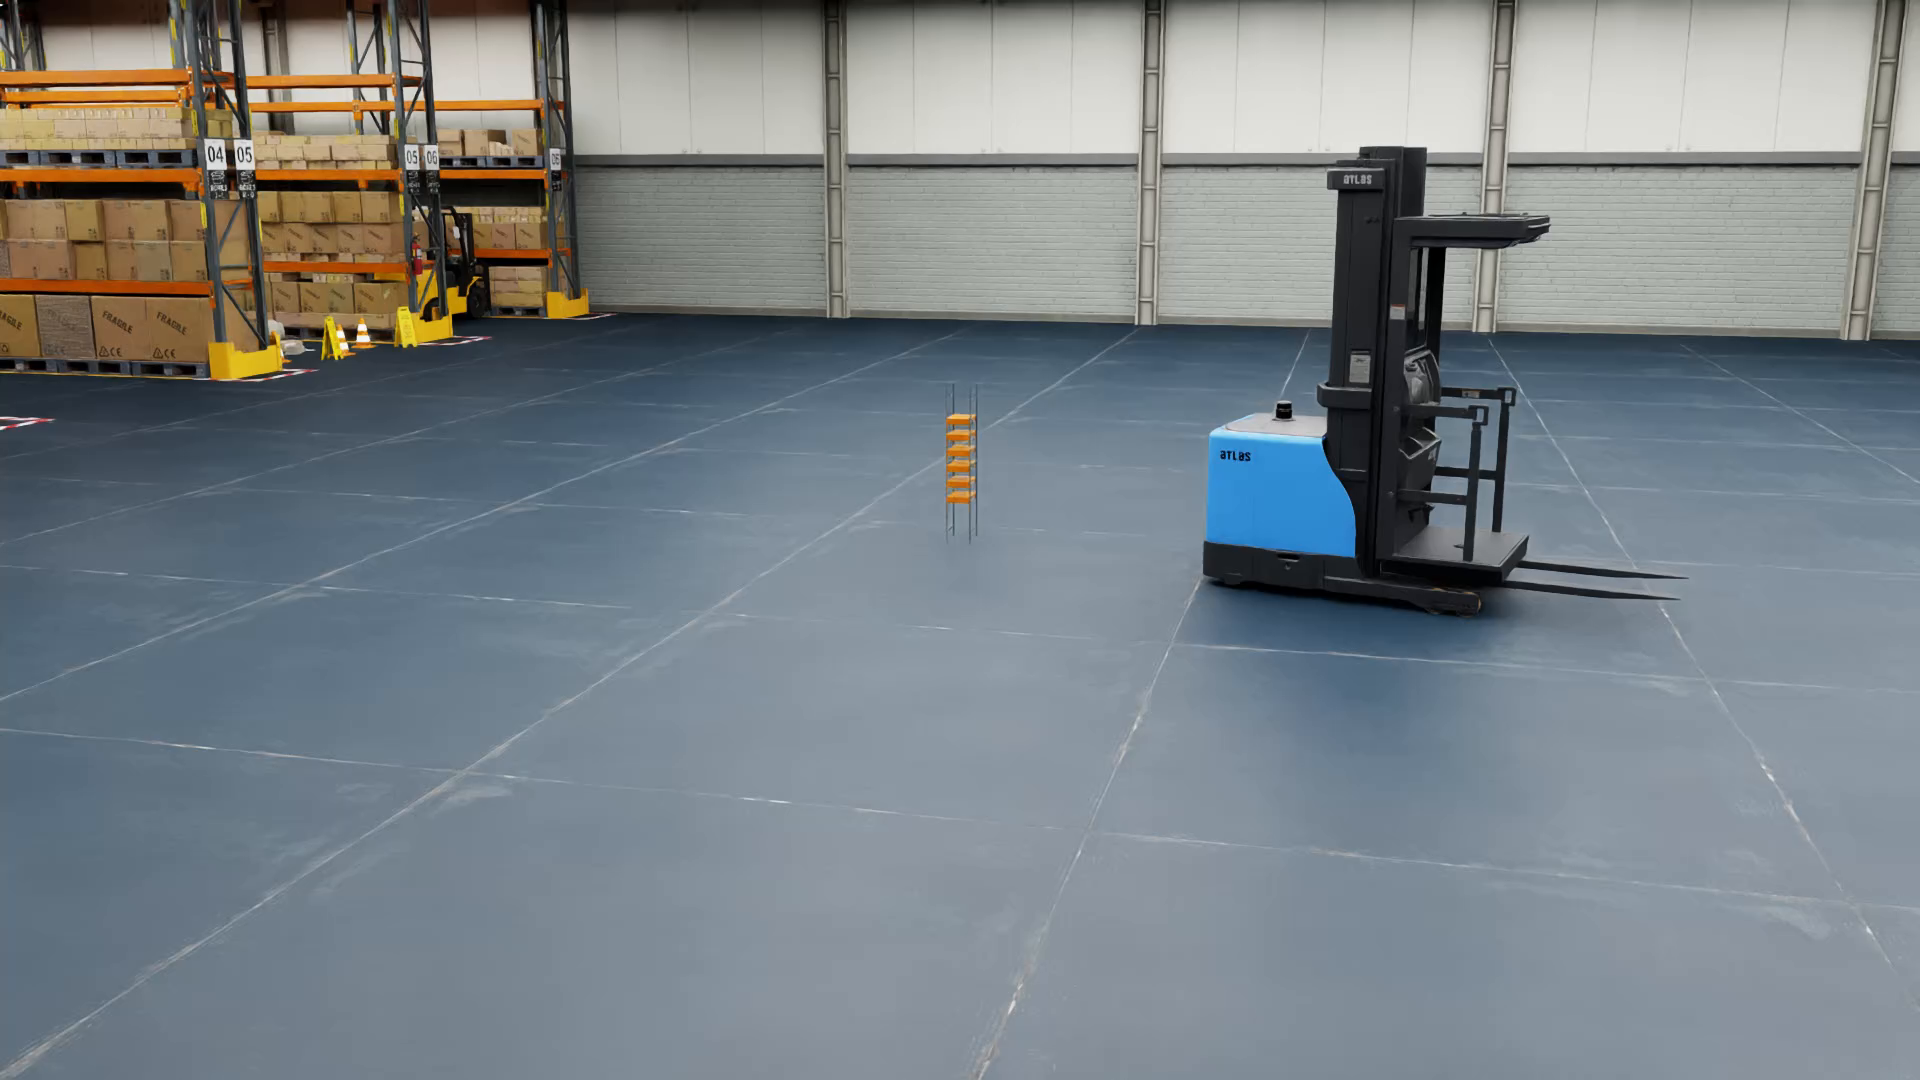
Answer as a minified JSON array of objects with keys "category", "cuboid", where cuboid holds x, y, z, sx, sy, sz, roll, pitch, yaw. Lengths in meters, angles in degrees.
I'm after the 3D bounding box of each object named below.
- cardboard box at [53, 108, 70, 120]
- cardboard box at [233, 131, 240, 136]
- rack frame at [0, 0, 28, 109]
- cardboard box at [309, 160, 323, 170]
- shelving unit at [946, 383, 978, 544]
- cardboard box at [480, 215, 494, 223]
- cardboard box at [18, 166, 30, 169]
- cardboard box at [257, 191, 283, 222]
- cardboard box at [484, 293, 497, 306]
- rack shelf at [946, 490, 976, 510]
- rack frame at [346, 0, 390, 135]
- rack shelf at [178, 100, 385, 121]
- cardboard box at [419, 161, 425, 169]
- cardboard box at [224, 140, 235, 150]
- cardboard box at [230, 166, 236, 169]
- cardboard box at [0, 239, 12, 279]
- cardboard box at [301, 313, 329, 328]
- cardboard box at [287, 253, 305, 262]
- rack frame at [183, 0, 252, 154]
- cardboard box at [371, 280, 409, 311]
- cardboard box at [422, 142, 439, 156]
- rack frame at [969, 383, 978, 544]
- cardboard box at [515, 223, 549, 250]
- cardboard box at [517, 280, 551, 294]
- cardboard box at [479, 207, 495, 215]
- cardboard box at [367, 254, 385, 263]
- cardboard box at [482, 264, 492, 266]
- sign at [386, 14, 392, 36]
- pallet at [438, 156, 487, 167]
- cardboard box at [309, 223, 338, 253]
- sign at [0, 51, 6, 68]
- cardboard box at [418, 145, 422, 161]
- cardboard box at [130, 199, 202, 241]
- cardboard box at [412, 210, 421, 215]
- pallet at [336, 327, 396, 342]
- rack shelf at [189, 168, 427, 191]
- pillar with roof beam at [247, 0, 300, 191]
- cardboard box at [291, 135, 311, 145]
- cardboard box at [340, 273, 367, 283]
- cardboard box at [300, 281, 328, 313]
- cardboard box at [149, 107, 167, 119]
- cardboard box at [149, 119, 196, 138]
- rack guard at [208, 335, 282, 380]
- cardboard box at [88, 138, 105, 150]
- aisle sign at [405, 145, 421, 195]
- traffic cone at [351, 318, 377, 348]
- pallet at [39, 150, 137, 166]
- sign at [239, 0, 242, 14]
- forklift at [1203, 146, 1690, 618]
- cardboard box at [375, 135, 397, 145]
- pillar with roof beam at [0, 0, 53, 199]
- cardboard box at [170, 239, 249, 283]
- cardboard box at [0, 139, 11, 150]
[{"category":"cardboard box","cuboid":[-12.132,-5.809,22.696,0.250,0.149,0.380,3,13,13]},{"category":"cardboard box","cuboid":[-14.332,-7.964,33.440,0.500,0.500,0.700,3,13,12]},{"category":"rack frame","cuboid":[-16.676,-8.176,28.901,0.127,3.000,1.000,3,13,14]},{"category":"cardboard box","cuboid":[-10.559,-6.206,27.526,0.250,0.149,0.380,3,13,12]},{"category":"shelving unit","cuboid":[0.014,-0.585,12.693,0.189,1.200,0.258,3,13,14]},{"category":"cardboard box","cuboid":[-9.128,-6.253,32.356,0.250,0.149,0.380,3,13,12]},{"category":"cardboard box","cuboid":[-16.163,-6.580,28.946,0.258,0.266,0.396,3,13,14]},{"category":"cardboard box","cuboid":[-11.446,-5.590,27.872,0.500,0.500,0.700,3,13,12]},{"category":"cardboard box","cuboid":[-9.220,-4.752,32.698,0.500,0.250,0.500,3,13,14]},{"category":"rack shelf","cuboid":[0.014,-0.307,12.754,0.180,0.103,0.258,3,13,14]},{"category":"rack frame","cuboid":[-11.607,-9.012,32.671,0.127,3.000,1.000,3,13,14]},{"category":"rack shelf","cuboid":[-13.549,-8.570,33.260,4.000,0.370,1.077,3,13,14]},{"category":"cardboard box","cuboid":[-9.154,-6.259,27.767,0.250,0.149,0.380,3,13,14]},{"category":"cardboard box","cuboid":[-10.253,-5.466,22.994,0.250,0.149,0.380,3,13,14]},{"category":"cardboard box","cuboid":[-12.041,-6.298,27.944,0.250,0.149,0.380,3,13,14]},{"category":"cardboard box","cuboid":[-13.520,-4.050,23.808,0.550,0.550,0.875,3,13,14]},{"category":"cardboard box","cuboid":[-10.769,-3.734,28.111,0.500,0.250,0.500,3,13,12]},{"category":"cardboard box","cuboid":[-11.073,-4.757,27.924,0.250,0.149,0.380,3,13,13]},{"category":"rack frame","cuboid":[-9.997,-6.714,22.314,0.127,3.000,1.000,3,13,14]},{"category":"cardboard box","cuboid":[-9.650,-4.162,28.306,0.500,0.500,0.500,3,13,12]},{"category":"cardboard box","cuboid":[-10.239,-7.595,32.319,0.258,0.266,0.396,3,13,12]},{"category":"rack frame","cuboid":[0.103,-0.580,12.671,0.006,1.200,0.240,3,13,14]},{"category":"cardboard box","cuboid":[-8.264,-5.895,32.240,0.500,0.500,0.500,3,13,12]},{"category":"cardboard box","cuboid":[-8.271,-4.942,32.401,0.500,0.250,0.500,3,13,13]},{"category":"cardboard box","cuboid":[-9.133,-6.394,32.304,0.250,0.149,0.380,3,13,15]},{"category":"cardboard box","cuboid":[-9.596,-4.673,27.545,0.250,0.149,0.380,3,13,13]},{"category":"cardboard box","cuboid":[-9.610,-5.373,33.188,0.500,0.250,0.500,3,13,12]},{"category":"sign","cuboid":[-9.062,-8.178,26.390,0.005,0.325,0.100,3,13,14]},{"category":"pallet","cuboid":[-9.592,-7.402,32.543,1.213,0.211,1.003,3,13,14]},{"category":"cardboard box","cuboid":[-10.472,-5.050,27.744,0.500,0.500,0.500,3,13,13]},{"category":"sign","cuboid":[-19.522,-9.809,33.922,0.005,0.325,0.100,3,13,14]},{"category":"cardboard box","cuboid":[-9.334,-6.450,27.709,0.500,0.250,0.500,3,13,13]},{"category":"cardboard box","cuboid":[-10.904,-4.423,22.995,0.550,0.550,0.875,3,13,14]},{"category":"cardboard box","cuboid":[-10.618,-6.474,32.667,0.250,0.149,0.380,3,13,15]},{"category":"pallet","cuboid":[-9.763,-3.524,28.223,1.213,0.211,1.003,3,13,14]},{"category":"rack shelf","cuboid":[-10.851,-6.049,27.900,4.000,0.370,1.077,3,13,14]},{"category":"pillar with roof beam","cuboid":[-15.040,-8.436,30.075,0.548,9.000,9.100,3,13,14]},{"category":"cardboard box","cuboid":[-10.805,-6.591,27.421,0.250,0.149,0.380,3,13,15]},{"category":"cardboard box","cuboid":[-10.122,-4.369,27.743,0.250,0.149,0.380,3,13,15]},{"category":"cardboard box","cuboid":[-10.745,-4.101,28.034,0.500,0.500,0.500,3,13,12]},{"category":"cardboard box","cuboid":[-10.648,-5.730,22.340,0.250,0.149,0.380,3,13,14]},{"category":"cardboard box","cuboid":[-10.539,-5.543,22.416,0.500,0.250,0.500,3,13,14]},{"category":"rack guard","cuboid":[-9.974,-2.564,23.229,0.348,0.500,1.175,3,13,14]},{"category":"cardboard box","cuboid":[-11.635,-5.393,22.664,0.250,0.149,0.380,3,13,14]},{"category":"aisle sign","cuboid":[-8.919,-6.037,27.108,0.004,0.787,0.394,3,13,14]},{"category":"traffic cone","cuboid":[-9.636,-3.344,26.832,0.334,0.463,0.336,3,13,14]},{"category":"pallet","cuboid":[-11.908,-5.306,23.096,1.213,0.211,1.003,3,13,14]},{"category":"sign","cuboid":[-9.858,-7.364,22.720,0.005,0.325,0.100,3,13,14]},{"category":"forklift","cuboid":[3.219,-1.067,10.869,3.031,2.935,1.130,6,14,27]},{"category":"cardboard box","cuboid":[-9.309,-6.518,27.094,0.250,0.149,0.380,3,13,14]},{"category":"pillar with roof beam","cuboid":[-20.866,-8.748,31.479,0.548,9.000,9.100,3,13,14]},{"category":"cardboard box","cuboid":[-10.368,-3.869,22.991,0.550,0.550,0.875,3,13,14]},{"category":"cardboard box","cuboid":[-13.115,-5.472,23.020,0.250,0.149,0.380,3,13,13]}]
